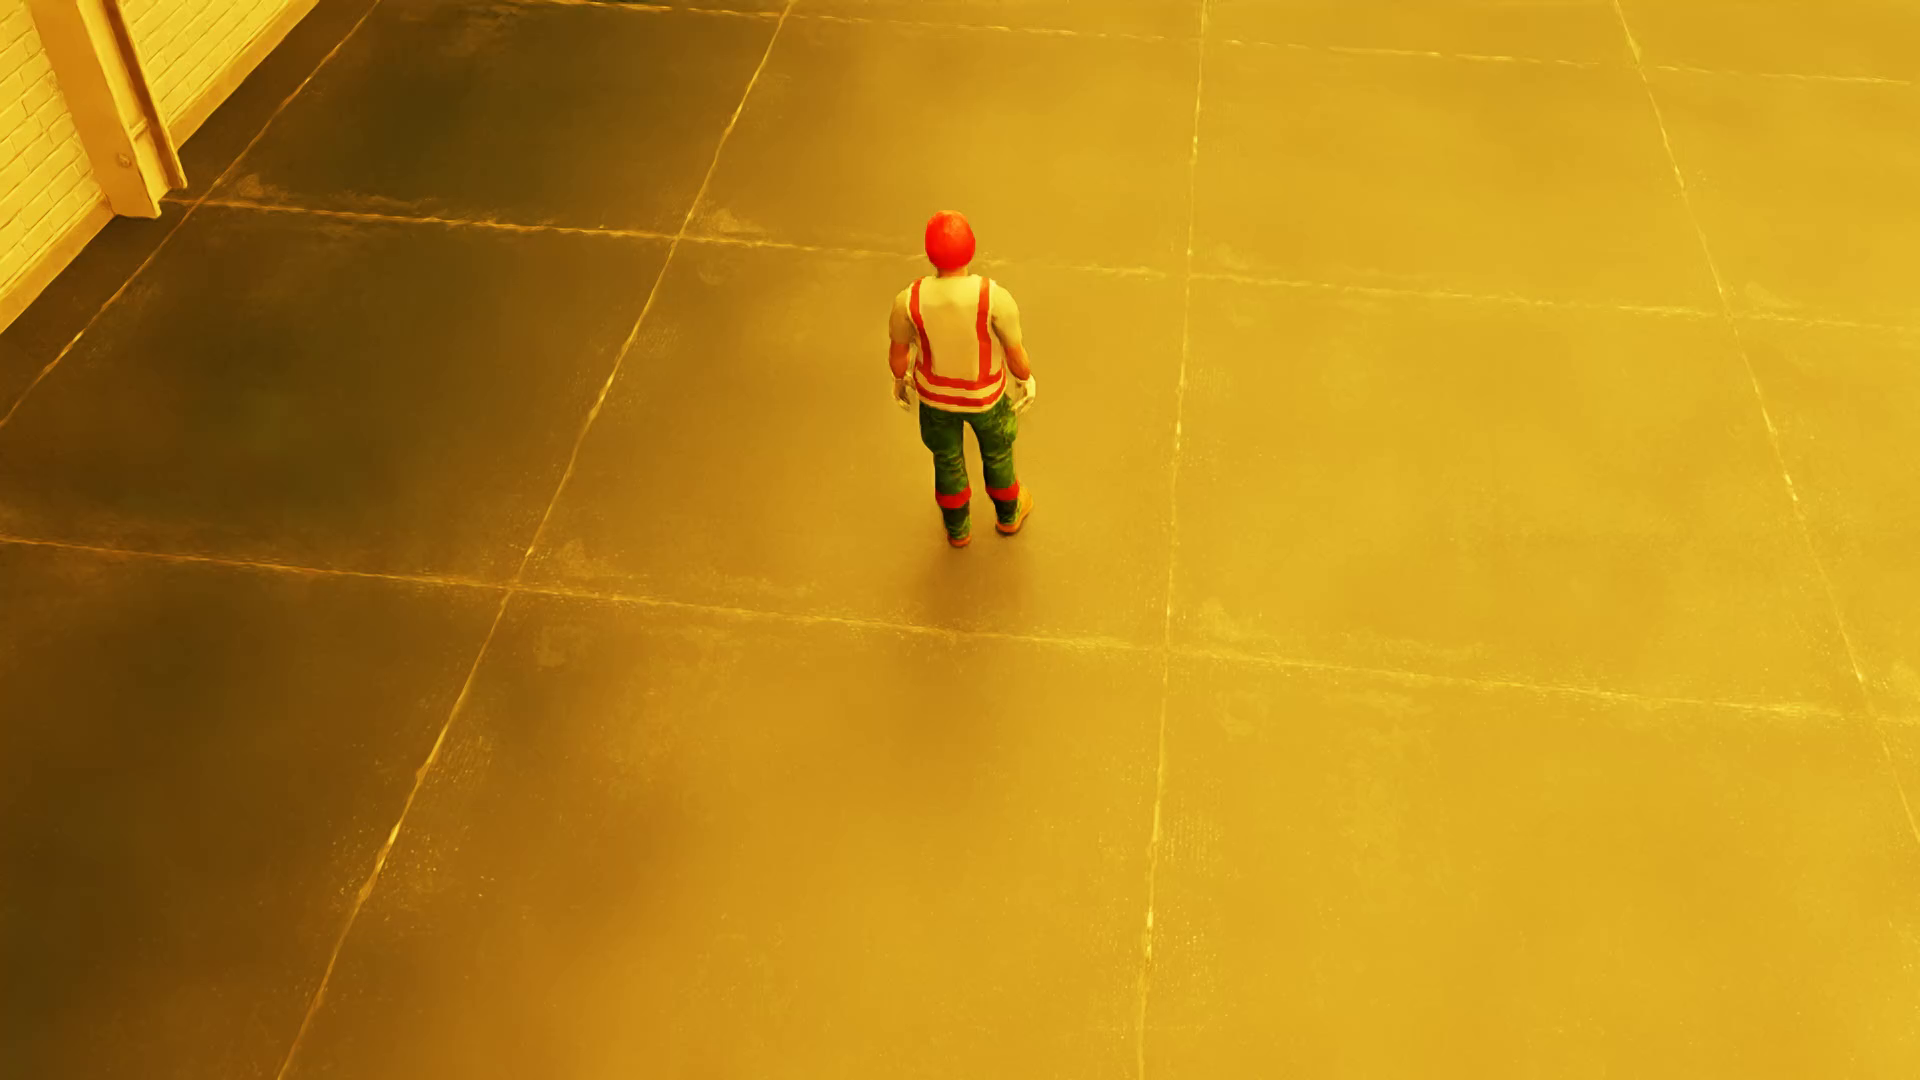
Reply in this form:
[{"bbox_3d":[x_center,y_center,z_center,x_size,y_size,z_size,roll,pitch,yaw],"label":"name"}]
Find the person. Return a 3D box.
[{"bbox_3d":[0.022,-0.717,7.338,0.637,1.787,0.563,5,43,6],"label":"person"}]
